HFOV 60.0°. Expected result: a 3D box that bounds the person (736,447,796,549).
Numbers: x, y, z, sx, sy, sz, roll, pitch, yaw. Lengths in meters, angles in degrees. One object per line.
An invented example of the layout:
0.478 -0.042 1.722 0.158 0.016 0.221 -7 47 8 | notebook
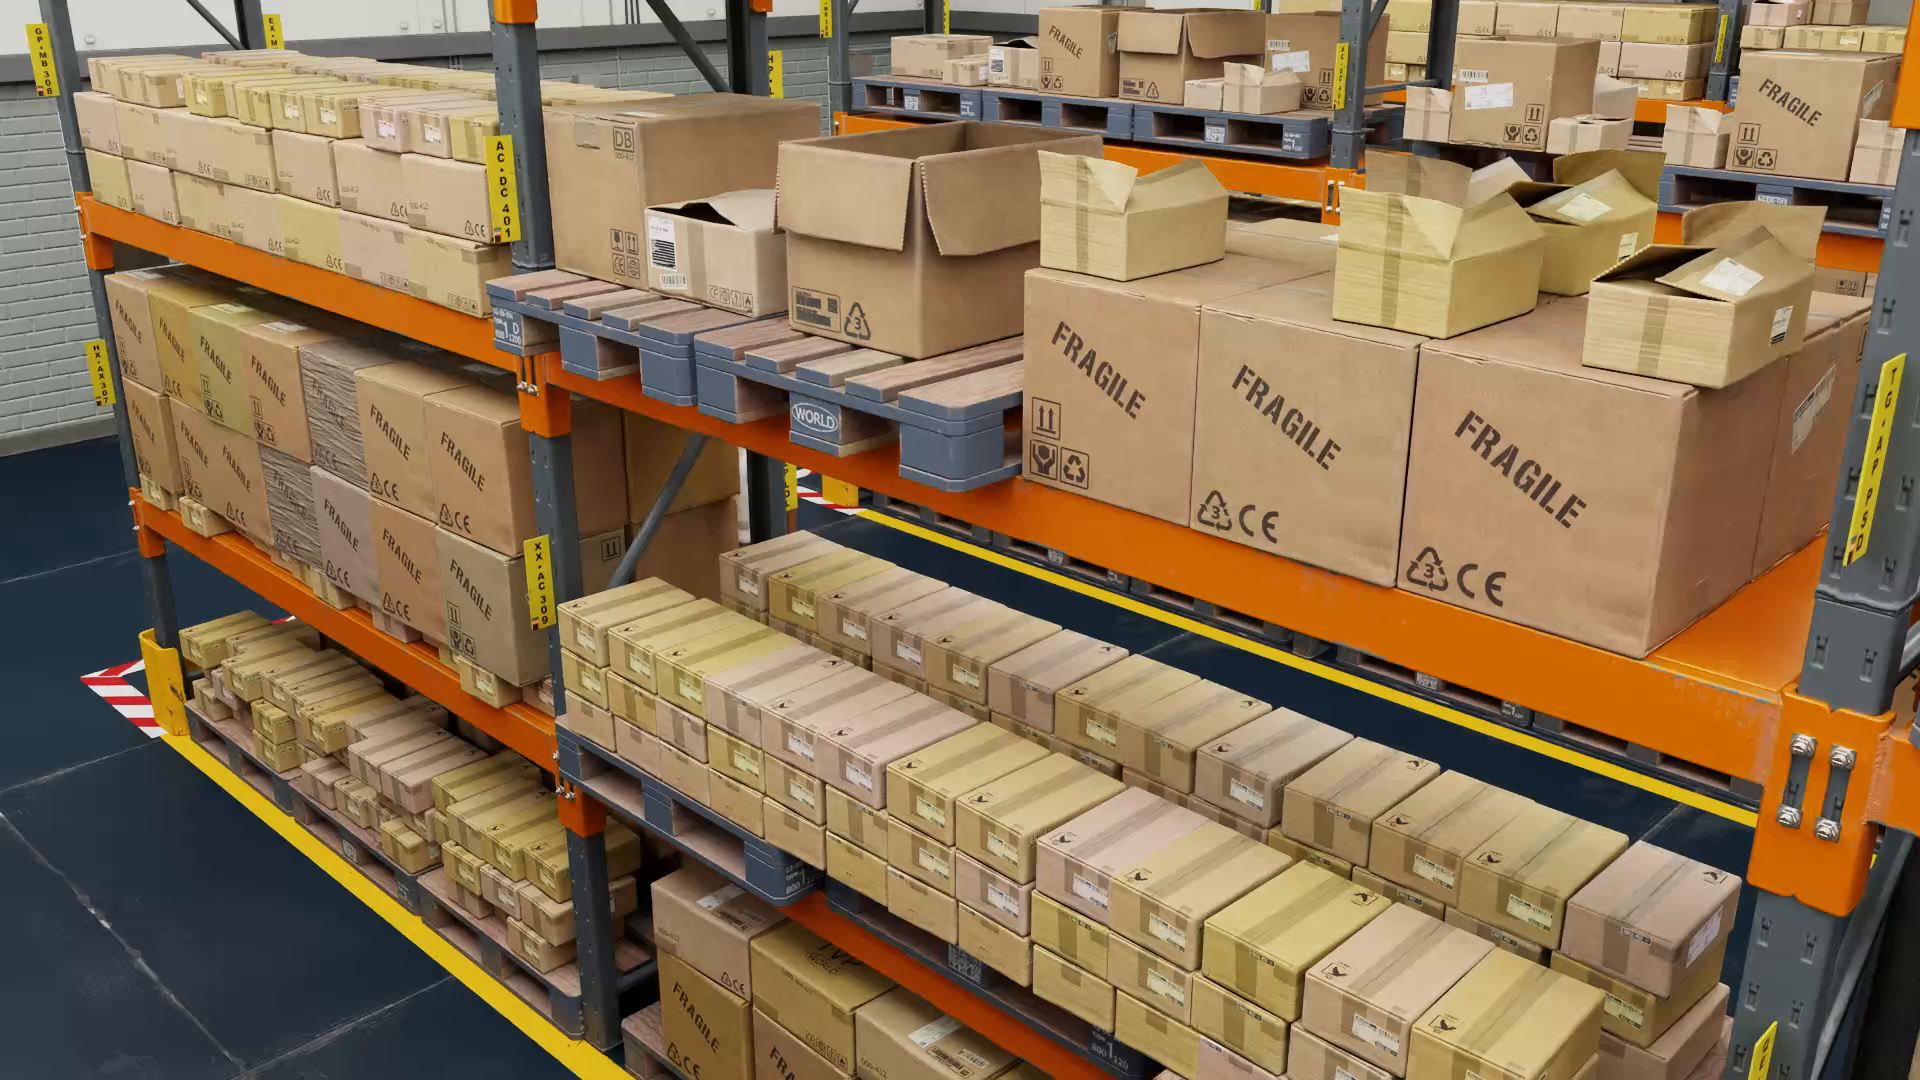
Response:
-1.143 -0.024 9.127 0.708 1.788 0.428 19 28 41 | person
